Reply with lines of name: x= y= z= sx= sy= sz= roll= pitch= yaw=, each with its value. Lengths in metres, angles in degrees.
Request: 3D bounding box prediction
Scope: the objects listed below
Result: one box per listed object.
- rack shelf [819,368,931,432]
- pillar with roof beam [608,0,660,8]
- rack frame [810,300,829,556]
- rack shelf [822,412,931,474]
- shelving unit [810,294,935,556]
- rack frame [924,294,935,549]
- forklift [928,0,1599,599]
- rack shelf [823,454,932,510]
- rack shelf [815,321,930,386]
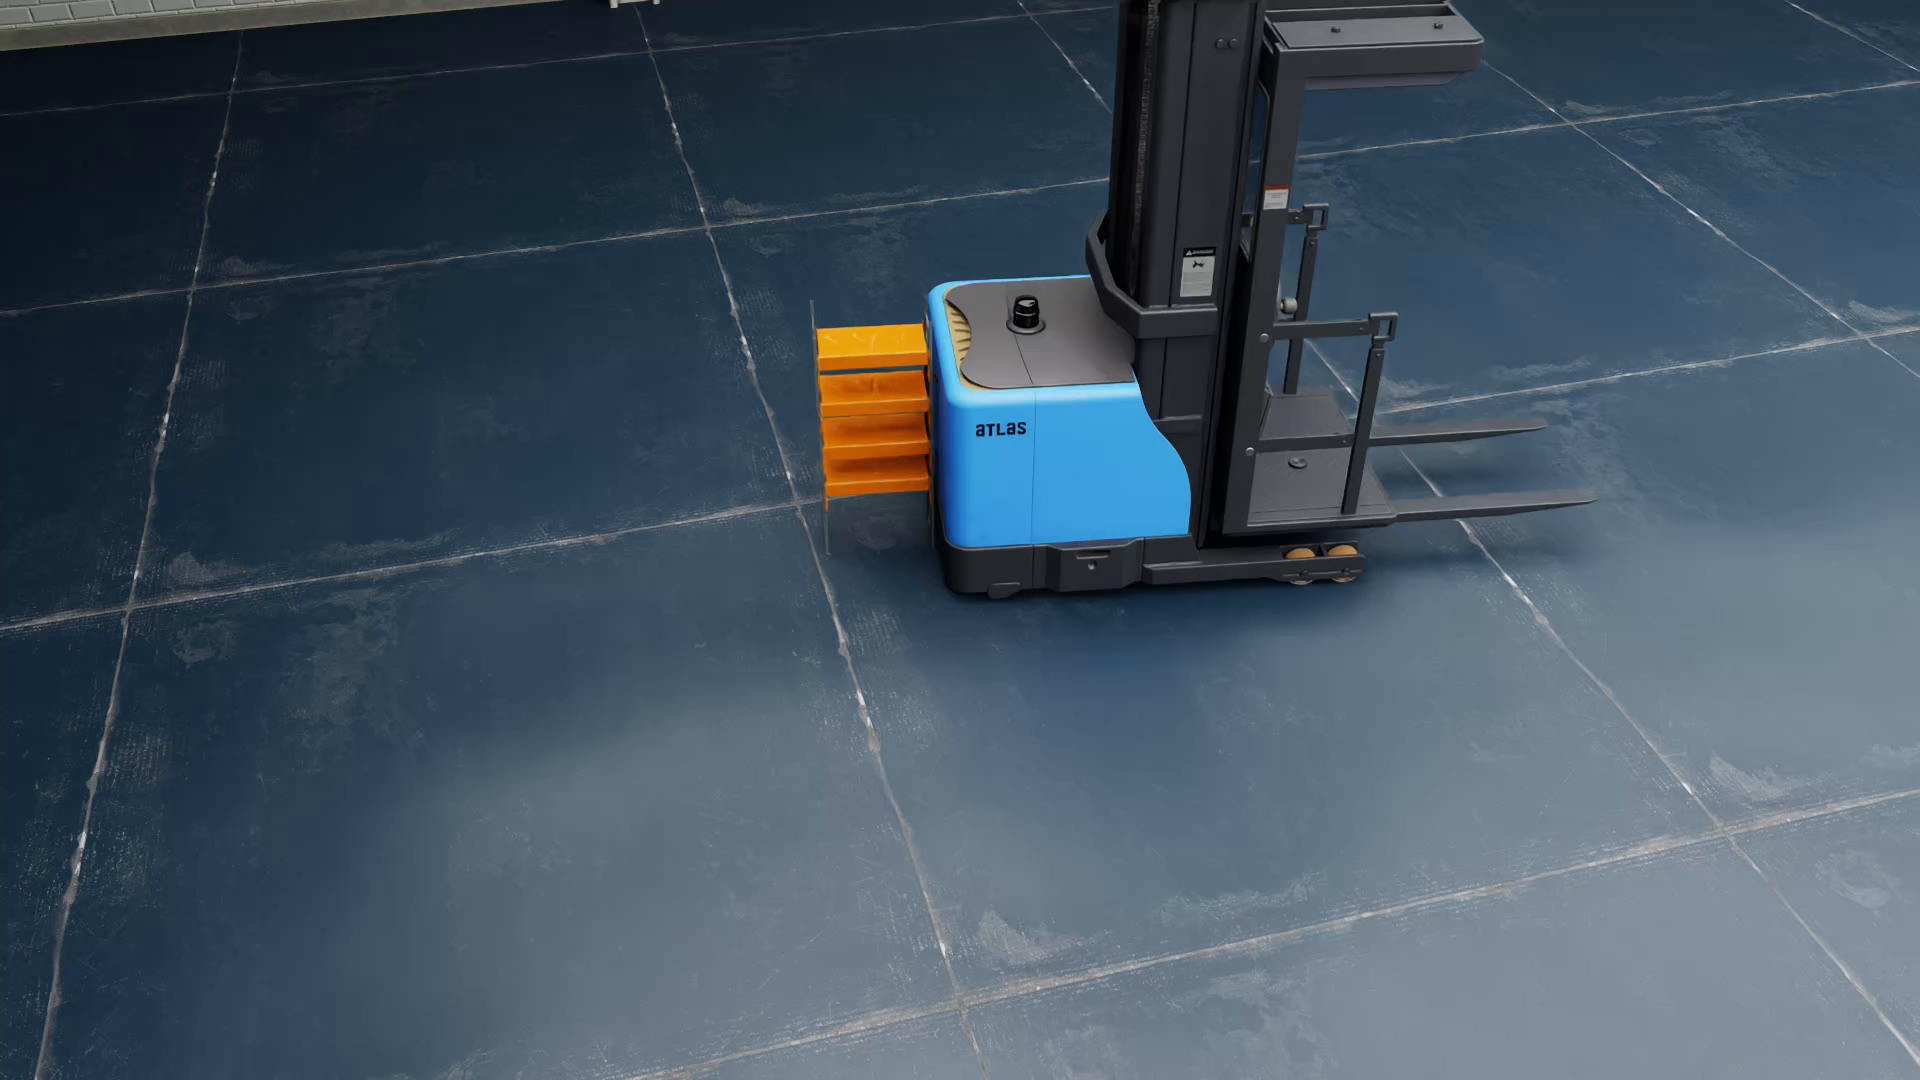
rack shelf: x=-0.380 y=-0.617 z=7.311 sx=0.480 sy=0.148 sz=0.258 roll=-4 pitch=38 yaw=-5
pillar with roof beam: x=-1.527 y=-5.434 z=7.448 sx=0.400 sy=9.000 sz=9.100 roll=-9 pitch=38 yaw=-12
rack frame: x=-0.622 y=-0.477 z=7.386 sx=0.015 sy=1.200 sz=0.240 roll=-4 pitch=38 yaw=-5
rack shelf: x=-0.380 y=-0.439 z=7.447 sx=0.480 sy=0.148 sz=0.258 roll=-4 pitch=38 yaw=-5
shelving unit: x=-0.380 y=-0.493 z=7.406 sx=0.503 sy=1.200 sz=0.258 roll=-4 pitch=38 yaw=-5
rack frame: x=-0.137 y=-0.508 z=7.427 sx=0.015 sy=1.200 sz=0.240 roll=-4 pitch=38 yaw=-5
forklift: x=1.393 y=-1.280 z=7.010 sx=3.031 sy=2.935 sz=1.130 roll=-4 pitch=38 yaw=-5
rack shelf: x=-0.380 y=-0.281 z=7.568 sx=0.480 sy=0.148 sz=0.258 roll=-4 pitch=38 yaw=-5
rack shelf: x=-0.380 y=-0.805 z=7.168 sx=0.480 sy=0.148 sz=0.258 roll=-4 pitch=38 yaw=-5
